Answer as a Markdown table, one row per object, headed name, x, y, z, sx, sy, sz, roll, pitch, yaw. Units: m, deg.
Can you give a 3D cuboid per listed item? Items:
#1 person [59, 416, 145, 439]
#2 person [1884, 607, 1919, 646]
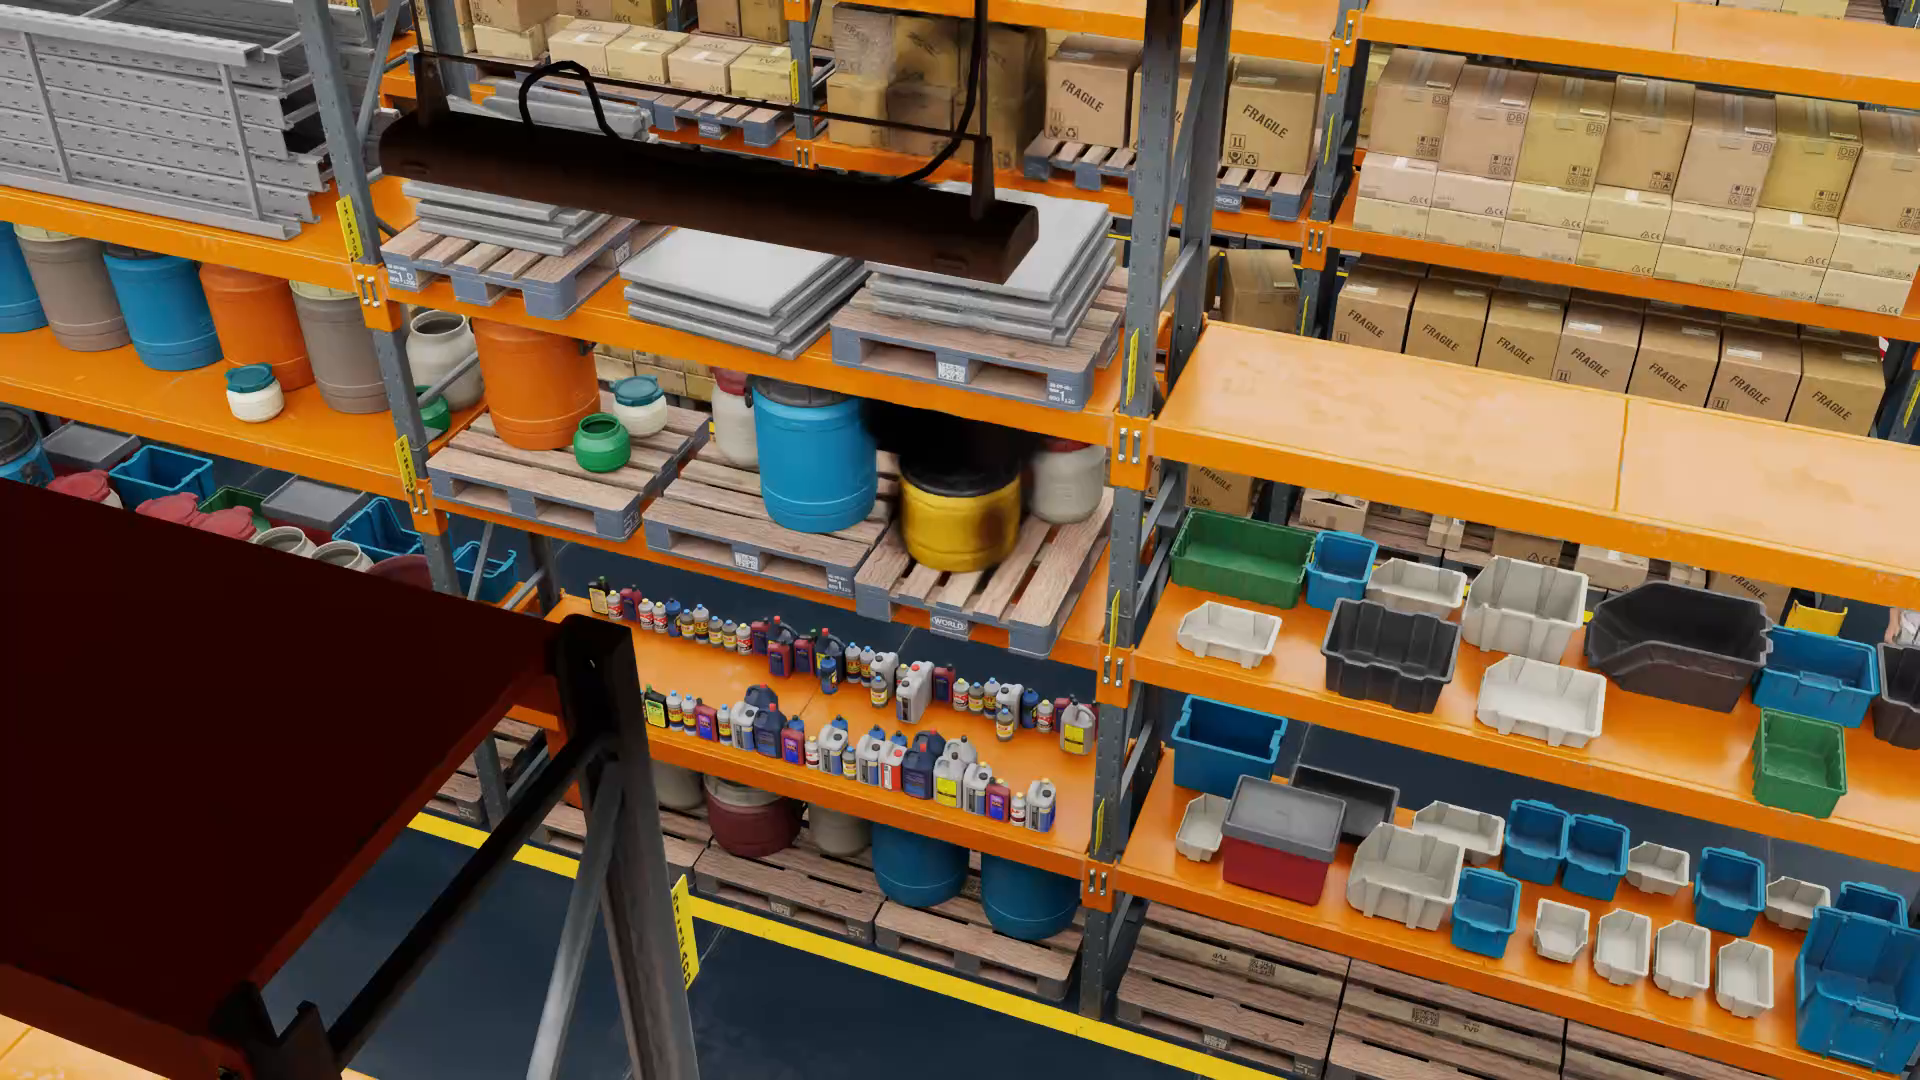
| name | x | y | z | sx | sy | sz | roll | pitch | yaw |
| --- | --- | --- | --- | --- | --- | --- | --- | --- | --- |
| person | -7.394 | -1.489 | 13.932 | 1.135 | 1.773 | 0.658 | 2 | 37 | 3 |
| person | 6.363 | 0.694 | 10.993 | 0.620 | 1.751 | 0.679 | -19 | 40 | -23 |
